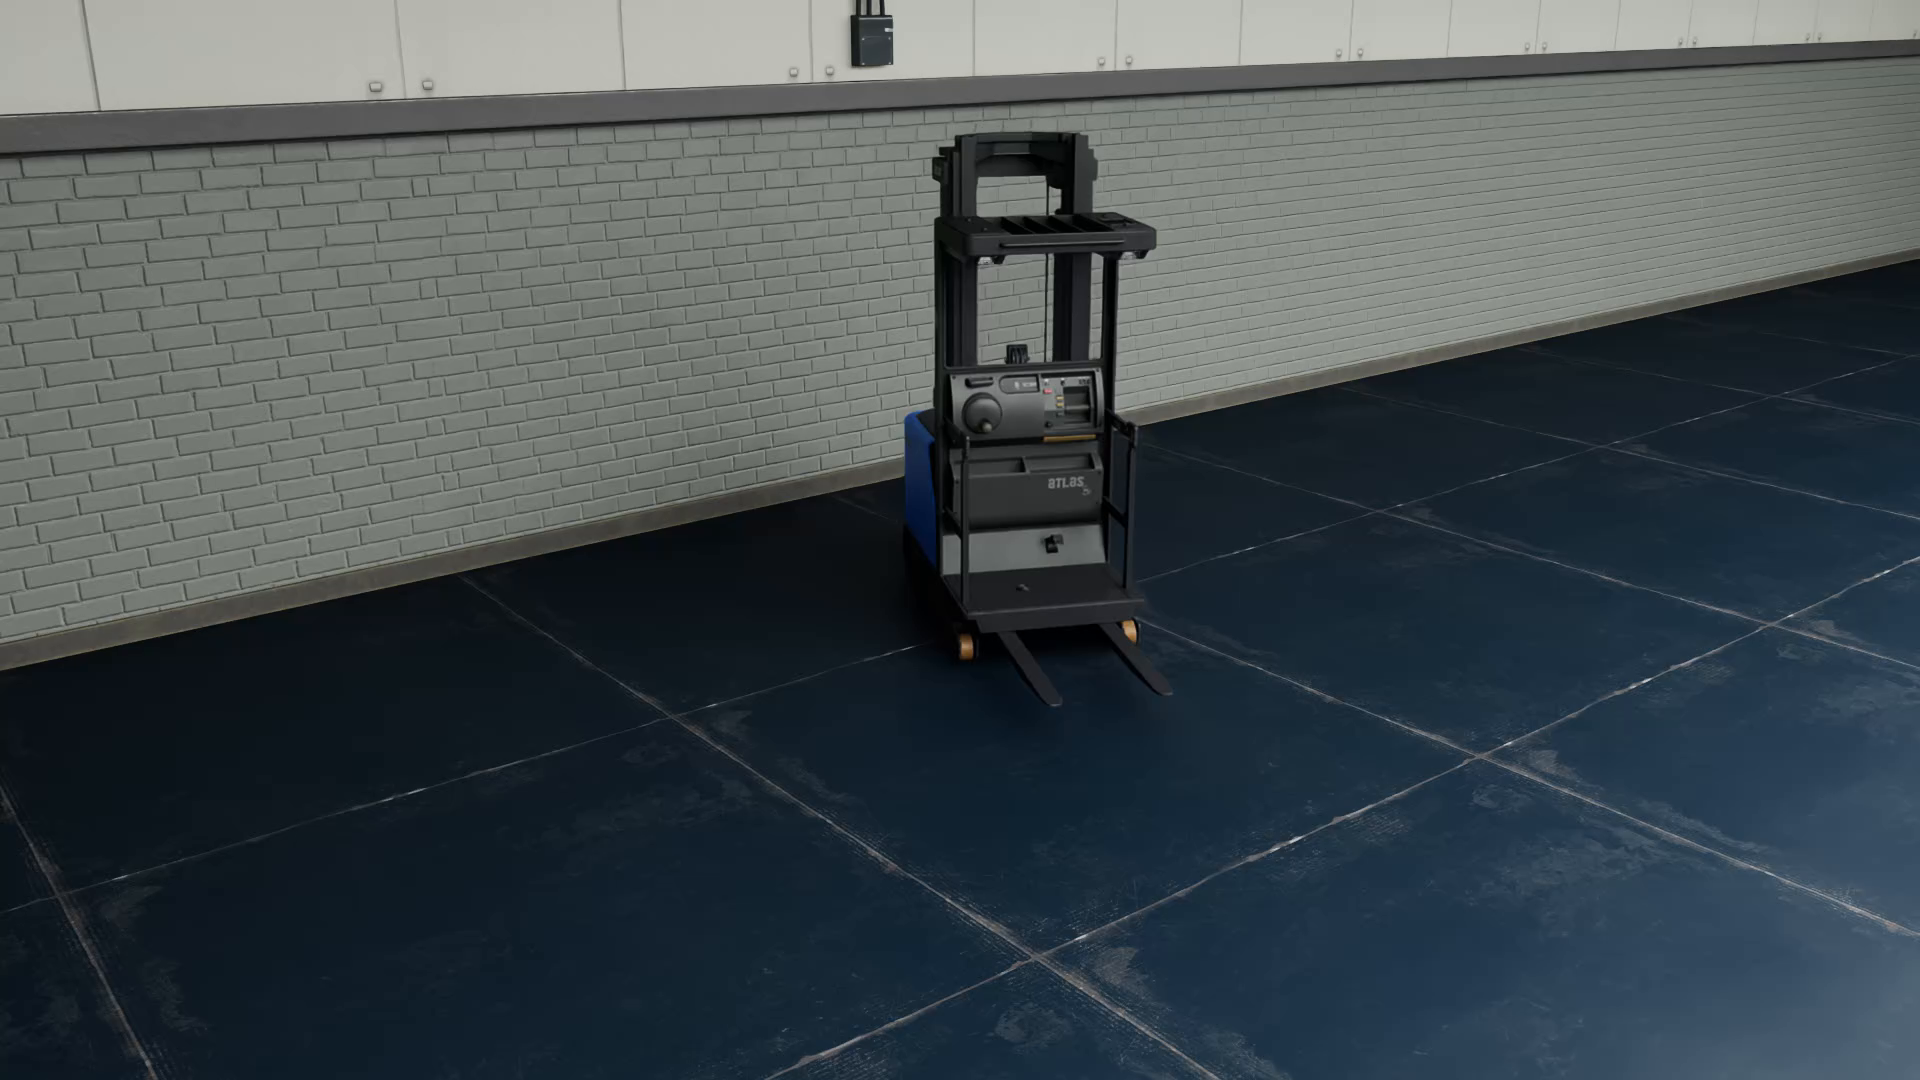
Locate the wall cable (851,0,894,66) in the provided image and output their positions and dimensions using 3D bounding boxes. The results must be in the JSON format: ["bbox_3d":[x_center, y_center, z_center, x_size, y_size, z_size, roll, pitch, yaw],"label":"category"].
[{"bbox_3d":[0.153,-6.530,11.859,2.305,6.003,0.169,-14,23,-36],"label":"wall cable"}]

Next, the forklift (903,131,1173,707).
[{"bbox_3d":[0.449,-0.812,9.652,1.130,2.935,3.031,-4,19,-12],"label":"forklift"}]
